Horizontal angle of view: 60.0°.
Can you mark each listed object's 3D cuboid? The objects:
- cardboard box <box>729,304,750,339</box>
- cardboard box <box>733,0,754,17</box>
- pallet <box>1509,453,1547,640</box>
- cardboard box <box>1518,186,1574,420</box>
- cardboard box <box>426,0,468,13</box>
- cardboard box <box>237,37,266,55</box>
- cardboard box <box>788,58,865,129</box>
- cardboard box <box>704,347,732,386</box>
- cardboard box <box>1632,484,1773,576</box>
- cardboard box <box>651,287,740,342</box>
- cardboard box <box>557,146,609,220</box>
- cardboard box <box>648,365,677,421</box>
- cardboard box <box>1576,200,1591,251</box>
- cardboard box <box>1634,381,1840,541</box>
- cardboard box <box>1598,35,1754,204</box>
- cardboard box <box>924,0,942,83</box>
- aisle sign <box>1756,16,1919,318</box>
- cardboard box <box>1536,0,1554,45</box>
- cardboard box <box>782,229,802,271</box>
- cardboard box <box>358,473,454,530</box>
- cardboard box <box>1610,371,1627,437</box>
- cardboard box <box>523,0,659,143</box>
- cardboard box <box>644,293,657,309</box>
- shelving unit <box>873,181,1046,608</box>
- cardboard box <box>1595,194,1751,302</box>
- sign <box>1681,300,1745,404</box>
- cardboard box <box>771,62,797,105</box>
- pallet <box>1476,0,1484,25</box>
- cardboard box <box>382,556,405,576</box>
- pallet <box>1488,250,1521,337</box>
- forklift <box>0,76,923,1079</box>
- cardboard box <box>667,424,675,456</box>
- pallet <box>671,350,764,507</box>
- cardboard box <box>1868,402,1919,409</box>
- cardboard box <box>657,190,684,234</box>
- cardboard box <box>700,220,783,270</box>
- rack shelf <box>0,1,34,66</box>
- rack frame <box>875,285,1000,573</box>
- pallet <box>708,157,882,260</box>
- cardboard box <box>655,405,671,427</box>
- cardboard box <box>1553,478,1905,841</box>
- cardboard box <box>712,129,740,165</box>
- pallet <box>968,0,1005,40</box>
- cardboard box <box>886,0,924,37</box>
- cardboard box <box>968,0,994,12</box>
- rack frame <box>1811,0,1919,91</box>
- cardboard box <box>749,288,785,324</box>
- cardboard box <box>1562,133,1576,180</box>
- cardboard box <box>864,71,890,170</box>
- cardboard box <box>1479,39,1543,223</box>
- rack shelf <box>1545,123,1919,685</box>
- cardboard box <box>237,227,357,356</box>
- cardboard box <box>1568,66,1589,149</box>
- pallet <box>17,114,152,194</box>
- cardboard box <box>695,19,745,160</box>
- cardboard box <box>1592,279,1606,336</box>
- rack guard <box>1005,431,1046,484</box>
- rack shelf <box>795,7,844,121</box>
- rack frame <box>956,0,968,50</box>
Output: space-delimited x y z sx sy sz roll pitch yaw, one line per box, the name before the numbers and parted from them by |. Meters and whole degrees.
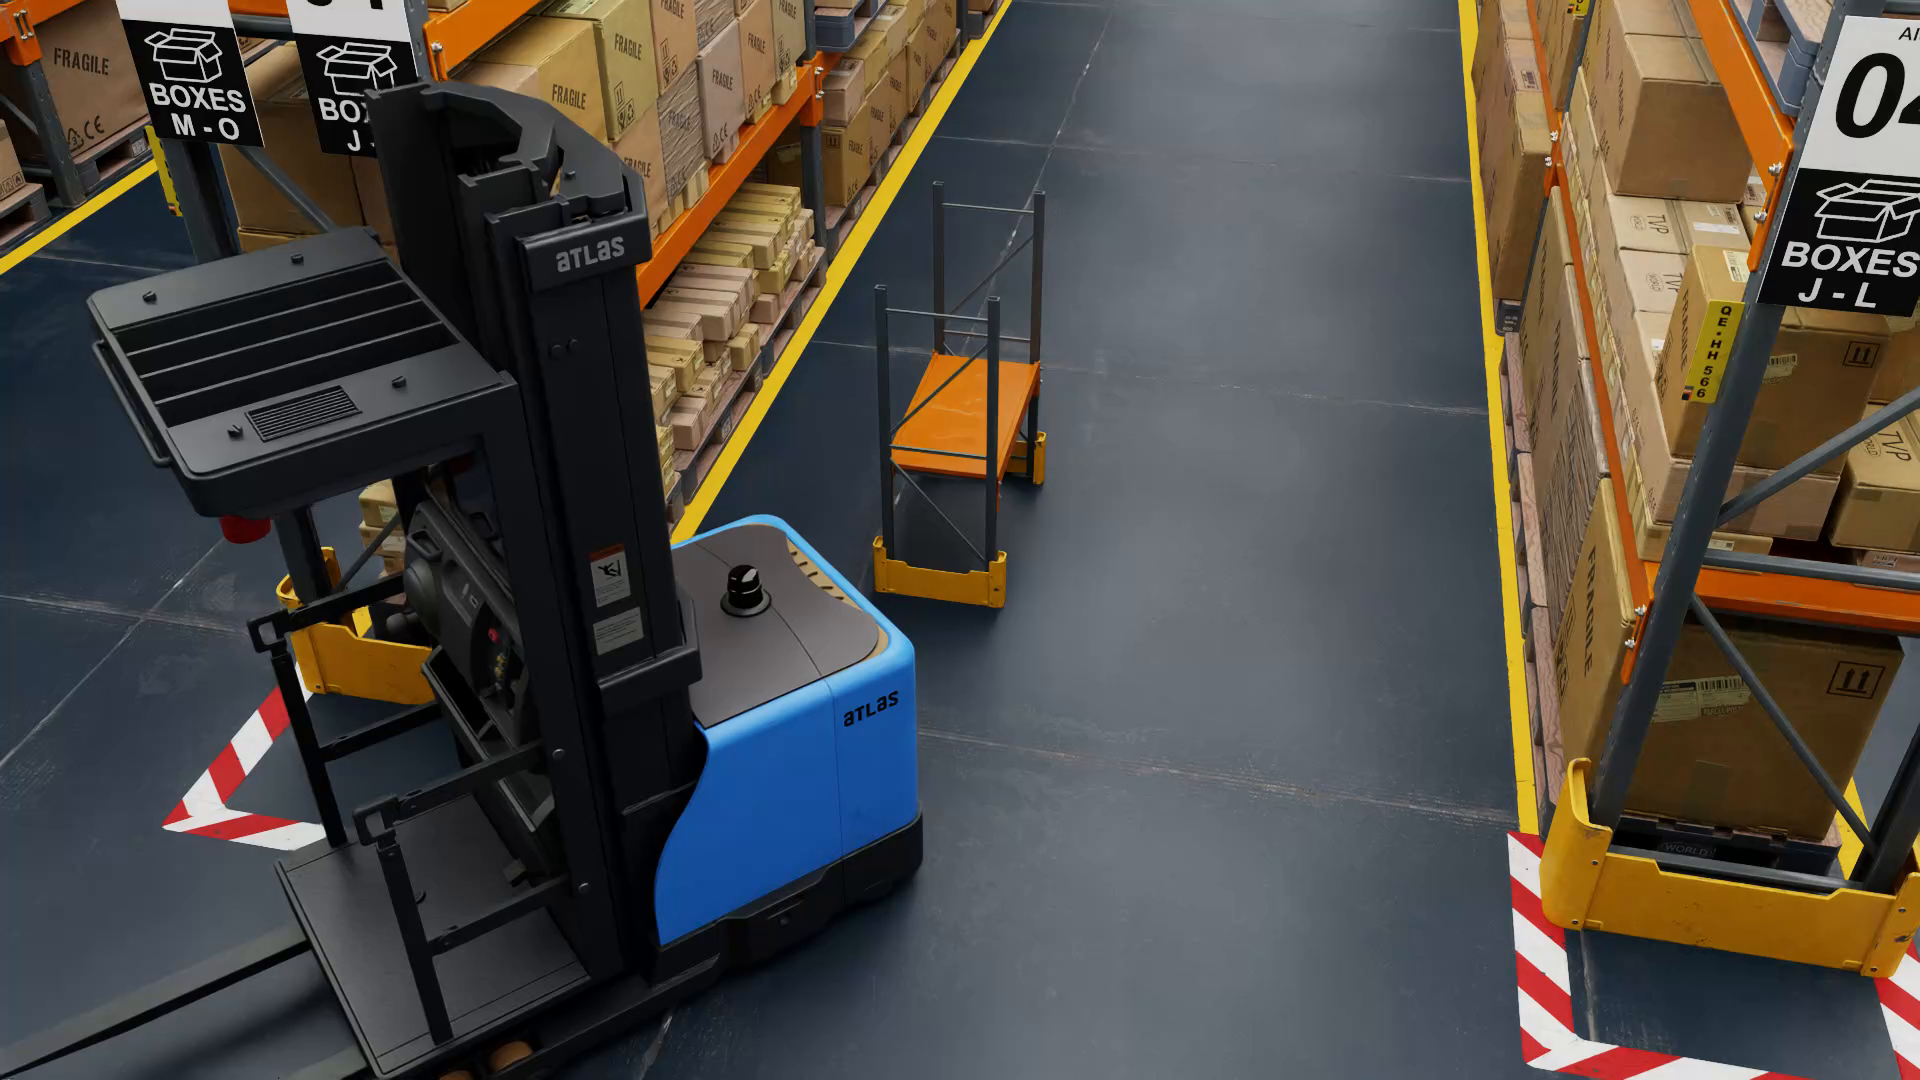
cardboard box | -1.320 -1.190 8.654 0.380 0.149 0.250 8 37 11
cardboard box | -1.234 -2.832 7.911 0.500 0.500 0.500 6 36 8
pallet | 3.034 0.070 7.474 1.003 0.211 1.213 7 37 10
cardboard box | 3.312 -1.128 8.204 0.875 0.875 0.875 7 37 10
cardboard box | -1.802 -1.953 5.460 0.500 0.250 0.500 9 37 12
cardboard box | -5.719 -4.136 12.353 0.875 0.875 0.875 8 37 11
cardboard box | -0.877 -2.719 10.078 0.500 0.250 0.500 6 36 8
cardboard box | -1.386 -0.880 8.480 0.380 0.149 0.250 8 37 11
cardboard box | 2.431 -0.038 5.460 0.380 0.149 0.250 8 37 11
cardboard box | -1.322 -1.130 8.317 0.380 0.149 0.250 6 36 8
cardboard box | -1.692 -1.267 6.604 0.500 0.500 0.500 7 37 10
cardboard box | -1.543 -0.700 7.724 0.380 0.149 0.250 9 37 12
cardboard box | 2.922 -1.358 7.282 0.380 0.149 0.250 7 36 9
cardboard box | 2.521 -0.265 5.433 0.500 0.250 0.500 7 36 9
cardboard box | 2.960 -1.728 6.813 0.500 0.500 0.500 6 36 8
cardboard box | -0.438 -3.611 11.948 0.500 0.500 0.500 9 37 12
aisle sign | 2.368 -0.943 4.280 0.394 0.787 0.004 7 37 10
cardboard box | 3.581 -3.113 9.404 0.500 0.500 0.500 7 37 9
cardboard box | -1.095 -1.626 9.255 0.380 0.149 0.250 6 36 8
cardboard box | -2.282 -0.165 6.987 0.380 0.149 0.250 8 37 11
cardboard box | 2.594 -0.474 6.062 0.380 0.149 0.250 8 37 11
cardboard box | -1.558 -1.949 6.692 0.500 0.500 0.500 7 36 9
cardboard box | -1.808 -1.225 8.703 0.380 0.149 0.250 9 37 12
shelving unit | 0.016 -0.651 7.370 0.587 1.500 1.083 7 37 10
cardboard box | 2.845 -1.146 6.650 0.500 0.250 0.500 7 37 10
sign | 2.149 -0.535 4.743 0.100 0.325 0.005 7 37 10
cardboard box | -1.074 -2.411 8.734 0.380 0.149 0.250 6 36 9
pallet | 4.816 -4.496 13.774 1.003 0.211 1.213 7 37 10
cardboard box | -2.239 0.083 7.151 0.380 0.149 0.250 8 37 11
pallet | 3.622 -1.510 9.653 1.003 0.211 1.213 7 37 10
forklift | -1.635 0.290 4.852 3.031 2.935 1.130 -22 41 -27
cardboard box | -1.577 -0.444 7.878 0.380 0.149 0.250 7 37 10
pallet | -1.660 -0.647 8.462 1.003 0.211 1.213 7 37 10
cardboard box | 3.147 -0.494 5.749 0.500 0.250 0.500 7 37 9
cardboard box | -1.475 -1.517 7.501 0.380 0.149 0.250 9 37 12
cardboard box | -1.177 -1.592 8.955 0.380 0.149 0.250 7 37 10
rack shelf | -6.578 -1.991 8.555 1.077 0.370 4.000 7 37 10
rack frame | -0.090 -0.365 6.975 0.500 1.500 0.032 7 37 10
pallet | -1.128 -2.184 10.584 1.003 0.211 1.213 7 37 10
cardboard box | -1.581 -0.577 7.808 0.380 0.149 0.250 6 36 8
cardboard box | 2.735 0.420 6.068 0.875 0.875 0.875 7 37 10
cardboard box | -1.297 -1.961 8.113 0.380 0.149 0.250 6 36 8
pallet | -0.197 -4.473 13.742 1.003 0.211 1.213 7 37 10
cardboard box | -0.550 -3.616 11.317 0.500 0.250 0.500 8 37 11
cardboard box | -0.221 -4.757 13.316 1.050 0.750 0.750 7 36 9
rack frame | 2.677 -2.323 3.287 1.000 3.000 0.127 7 37 10
cardboard box | -1.175 -1.317 9.082 0.380 0.149 0.250 6 36 8
cardboard box | 3.087 -1.807 7.901 0.380 0.149 0.250 6 36 8
cardboard box | -0.765 -2.718 10.717 0.500 0.500 0.500 9 37 12
cardboard box | 3.838 -2.379 9.928 1.225 0.875 0.875 6 36 8
rack shelf | 3.104 -0.749 6.841 1.077 0.370 4.000 7 37 10
cardboard box | -2.303 -1.024 6.269 0.500 0.500 0.500 8 37 11
cardboard box | 3.175 -2.010 7.842 0.500 0.250 0.500 7 36 9
pallet | -6.059 -2.752 11.367 1.003 0.211 1.213 7 37 10
cardboard box | -1.340 -2.132 7.797 0.500 0.500 0.500 7 37 10
cardboard box | 2.758 -0.914 6.669 0.380 0.149 0.250 8 37 11
rack guard | 0.123 -0.430 8.131 0.587 0.250 0.087 7 37 10
rack shelf | -0.866 -3.722 10.942 1.077 0.370 4.000 7 37 10
rack frame | -0.439 -5.160 12.313 1.000 3.000 0.127 7 37 10
